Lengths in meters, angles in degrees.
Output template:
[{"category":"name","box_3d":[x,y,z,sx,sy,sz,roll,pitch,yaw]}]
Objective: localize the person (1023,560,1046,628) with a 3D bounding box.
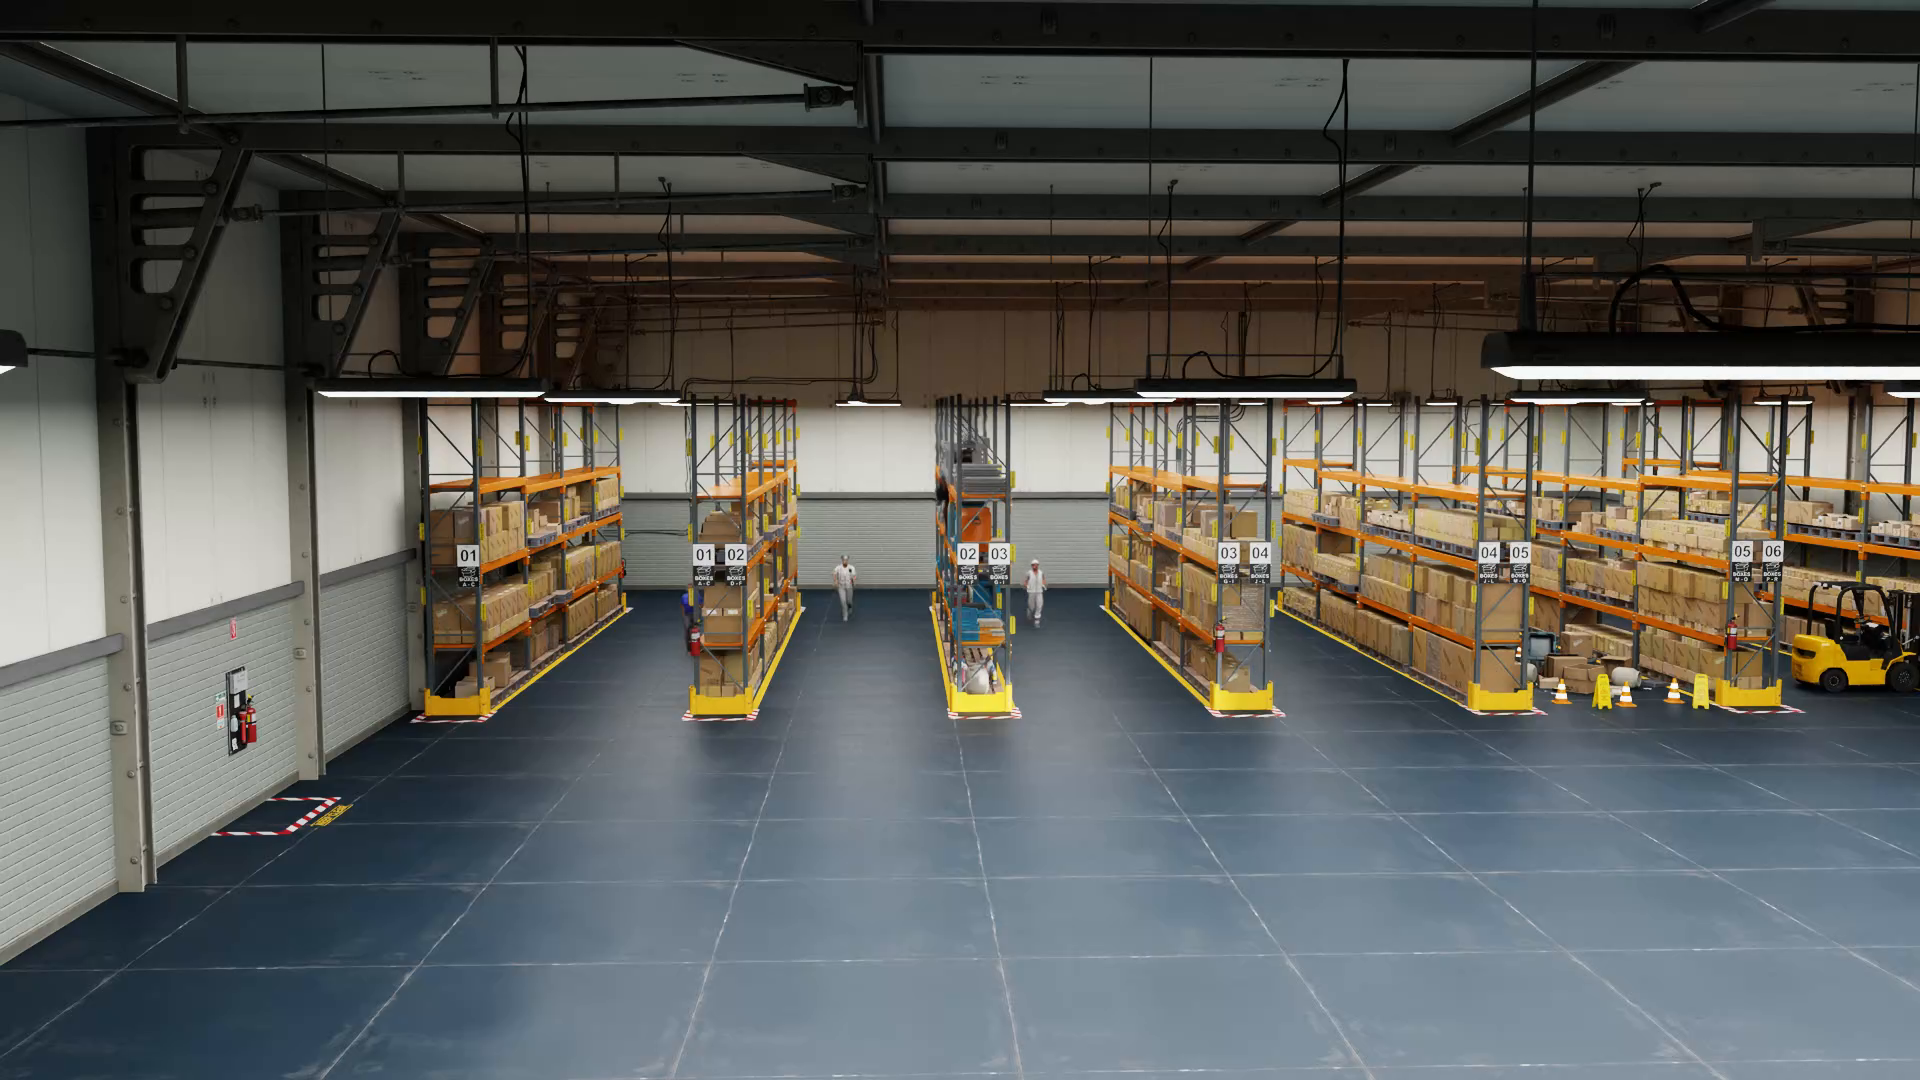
[{"category":"person","box_3d":[1.976,1.401,43.674,0.655,1.766,0.889,-1,5,-13]}]

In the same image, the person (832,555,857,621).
[{"category":"person","box_3d":[-3.153,1.288,45.371,0.655,1.785,0.841,-1,5,-7]}]

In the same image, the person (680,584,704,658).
[{"category":"person","box_3d":[-6.240,1.853,38.718,0.562,1.687,0.867,0,5,-5]}]

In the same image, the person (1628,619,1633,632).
[{"category":"person","box_3d":[16.532,1.689,40.774,0.580,1.698,0.824,0,5,-4]}]
